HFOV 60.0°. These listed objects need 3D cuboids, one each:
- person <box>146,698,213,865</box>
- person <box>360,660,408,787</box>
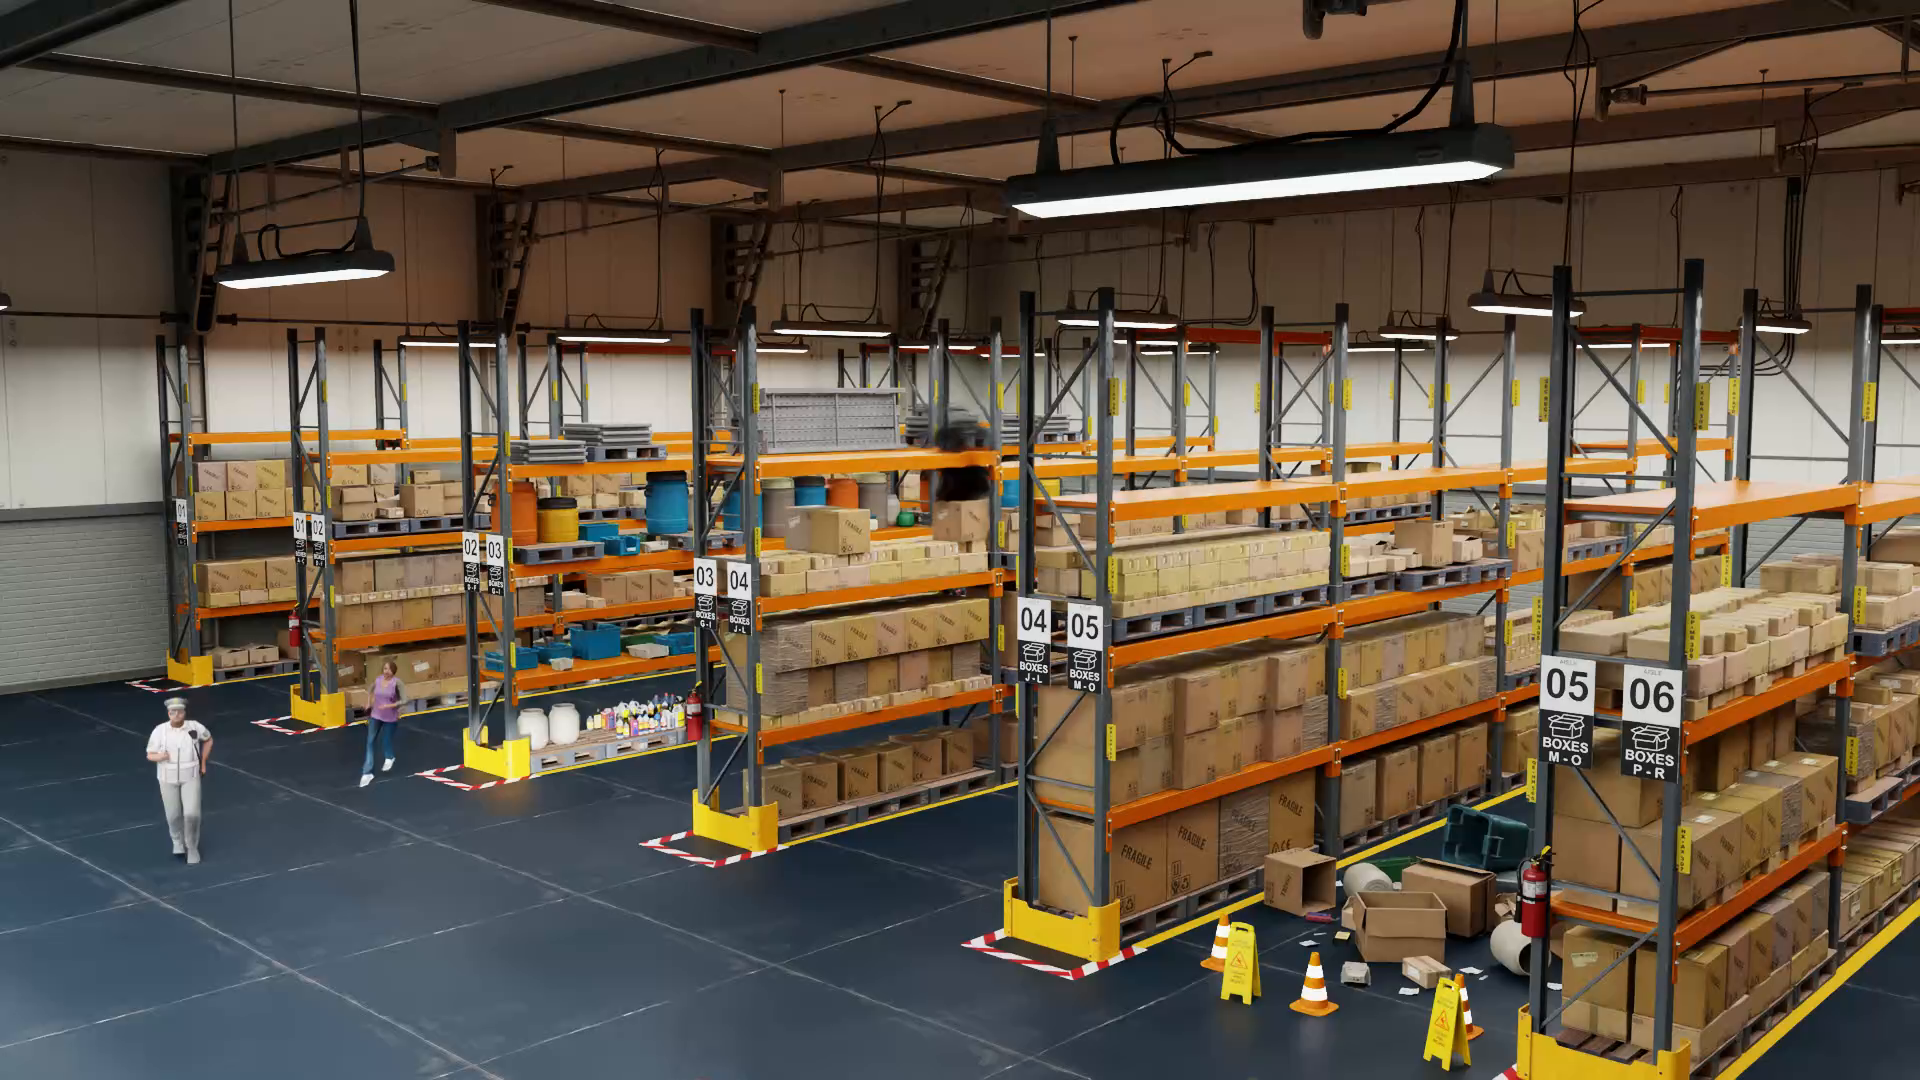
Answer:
[{"bbox_3d":[-8.421,2.612,17.963,0.640,1.826,0.715,-2,6,-21],"label":"person"},{"bbox_3d":[-7.472,2.341,21.693,0.579,1.585,0.860,0,5,0],"label":"person"}]
